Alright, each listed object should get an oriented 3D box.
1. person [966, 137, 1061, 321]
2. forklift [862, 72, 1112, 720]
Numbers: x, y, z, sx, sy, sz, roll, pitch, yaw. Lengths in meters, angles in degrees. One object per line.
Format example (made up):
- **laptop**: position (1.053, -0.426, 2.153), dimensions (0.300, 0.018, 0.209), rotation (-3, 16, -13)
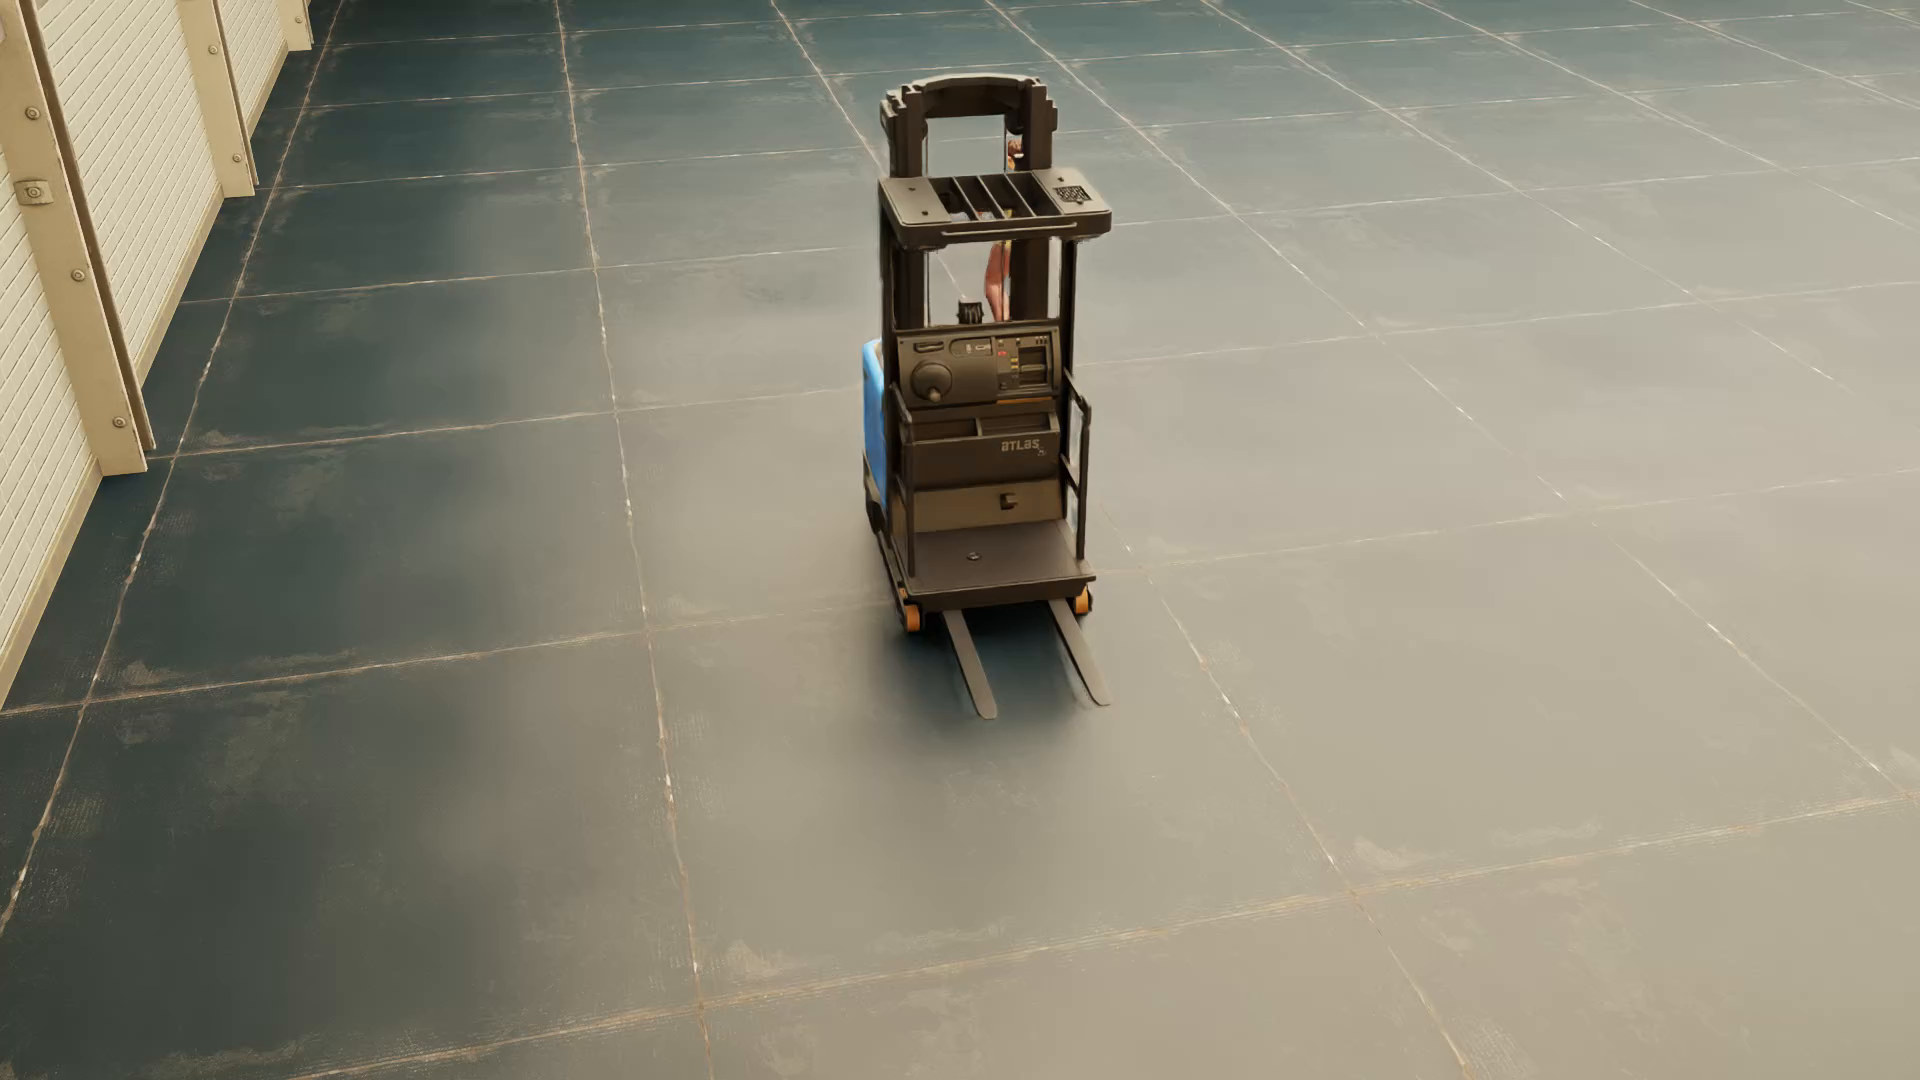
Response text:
- **person**: position (0.442, -2.257, 12.749), dimensions (0.737, 1.660, 0.603), rotation (-8, 31, -14)
- **forklift**: position (0.155, -0.937, 9.193), dimensions (1.130, 2.935, 3.031), rotation (-6, 31, -10)
